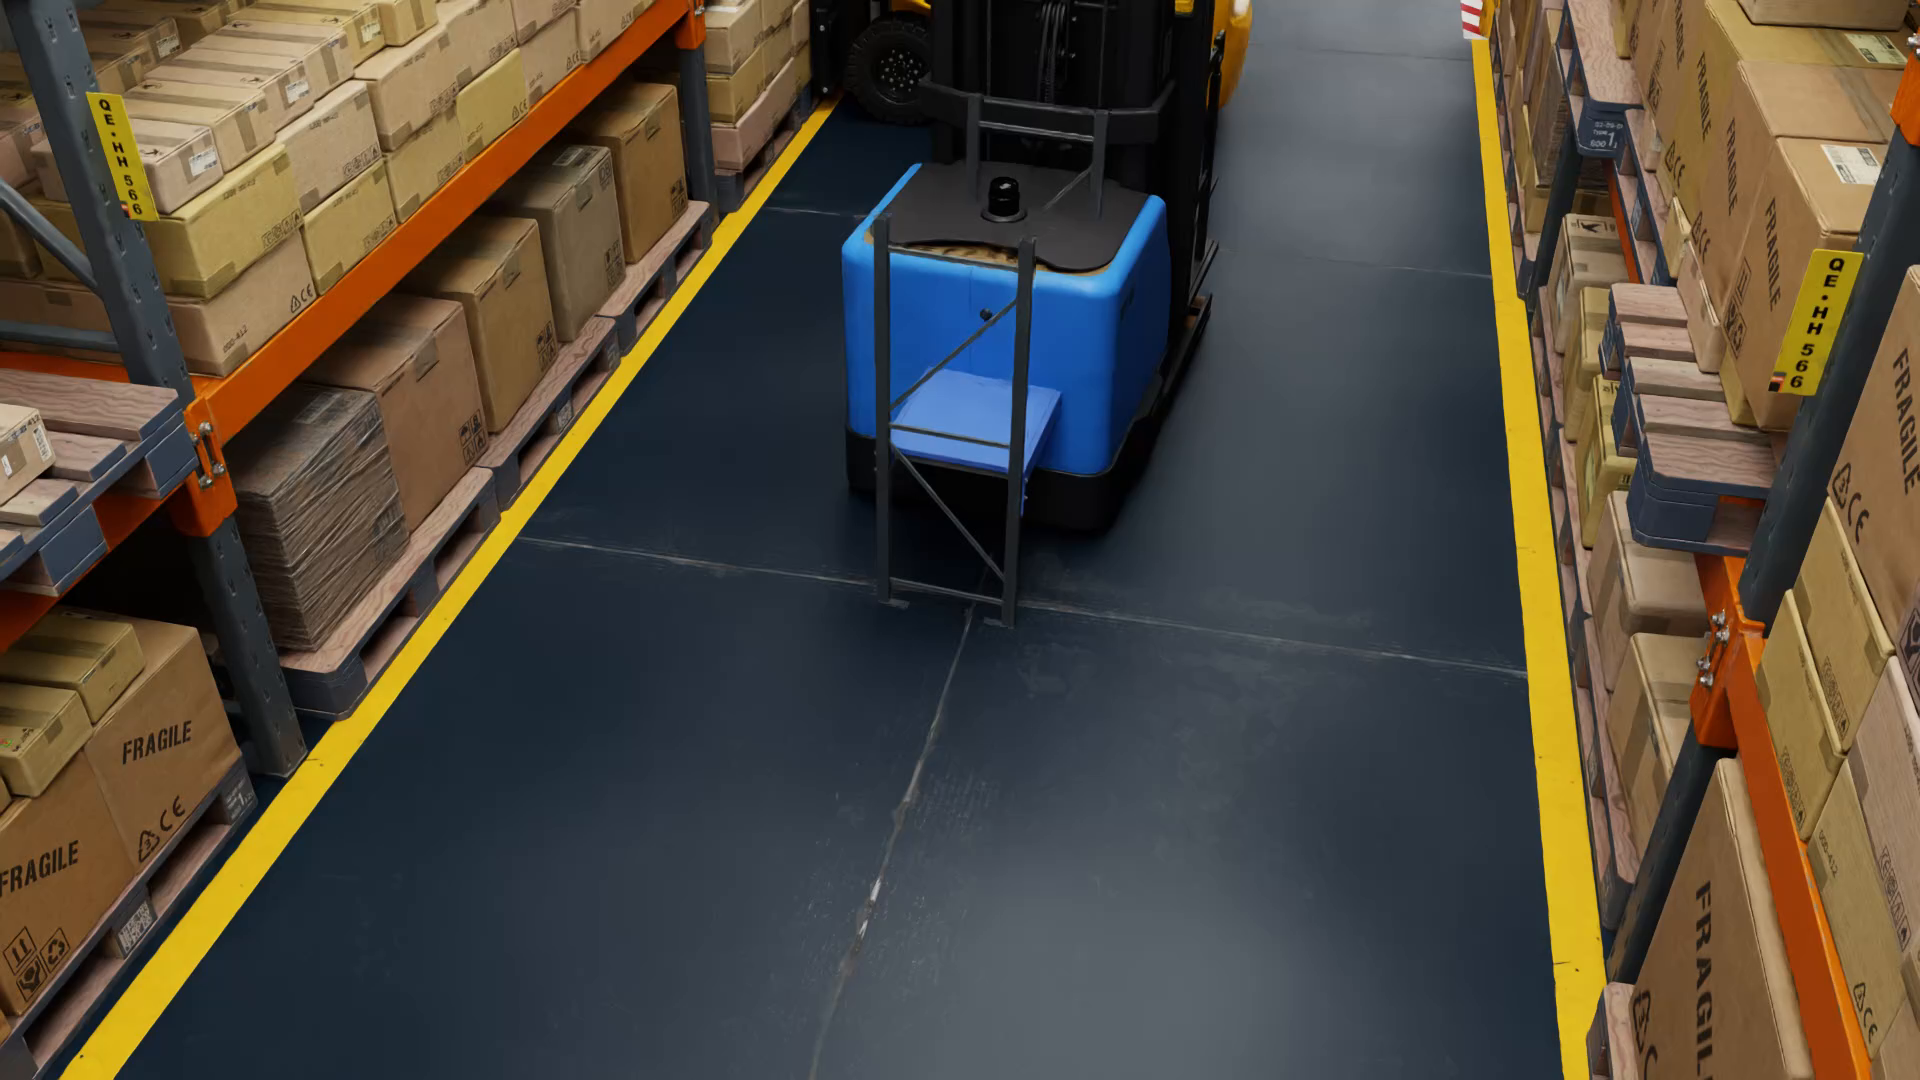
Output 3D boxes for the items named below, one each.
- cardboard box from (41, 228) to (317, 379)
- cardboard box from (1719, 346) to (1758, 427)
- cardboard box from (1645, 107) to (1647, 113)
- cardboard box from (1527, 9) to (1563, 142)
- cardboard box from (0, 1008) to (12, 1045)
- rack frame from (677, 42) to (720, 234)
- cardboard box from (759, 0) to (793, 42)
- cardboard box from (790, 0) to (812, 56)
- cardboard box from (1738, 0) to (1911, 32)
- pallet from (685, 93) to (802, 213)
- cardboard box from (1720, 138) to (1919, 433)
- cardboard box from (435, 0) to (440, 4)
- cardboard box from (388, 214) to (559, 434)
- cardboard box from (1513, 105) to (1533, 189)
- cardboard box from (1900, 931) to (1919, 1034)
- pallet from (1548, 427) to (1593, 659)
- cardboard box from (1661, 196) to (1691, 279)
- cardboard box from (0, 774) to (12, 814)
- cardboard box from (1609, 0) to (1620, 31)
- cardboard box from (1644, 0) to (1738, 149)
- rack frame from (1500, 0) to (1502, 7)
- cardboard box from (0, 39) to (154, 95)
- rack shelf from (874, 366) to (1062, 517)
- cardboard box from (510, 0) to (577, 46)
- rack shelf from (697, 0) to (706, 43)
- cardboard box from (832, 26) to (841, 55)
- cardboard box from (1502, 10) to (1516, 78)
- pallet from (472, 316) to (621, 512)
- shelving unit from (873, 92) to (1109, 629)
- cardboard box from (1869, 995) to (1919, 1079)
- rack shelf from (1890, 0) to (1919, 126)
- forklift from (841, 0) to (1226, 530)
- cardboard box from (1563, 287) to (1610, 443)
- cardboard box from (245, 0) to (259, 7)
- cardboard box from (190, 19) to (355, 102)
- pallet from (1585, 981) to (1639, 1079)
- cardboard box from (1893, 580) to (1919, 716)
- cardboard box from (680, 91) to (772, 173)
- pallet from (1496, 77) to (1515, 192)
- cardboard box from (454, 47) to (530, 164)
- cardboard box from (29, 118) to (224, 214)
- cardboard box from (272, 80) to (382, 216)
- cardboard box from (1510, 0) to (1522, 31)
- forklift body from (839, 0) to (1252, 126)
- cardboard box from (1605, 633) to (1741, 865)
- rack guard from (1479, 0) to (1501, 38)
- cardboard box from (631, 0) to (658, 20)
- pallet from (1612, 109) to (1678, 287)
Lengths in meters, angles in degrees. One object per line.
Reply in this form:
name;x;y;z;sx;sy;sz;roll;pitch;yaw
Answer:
cardboard box;-2.245;-0.721;4.817;0.500;0.250;0.500;7;37;10
cardboard box;2.098;-0.387;4.084;0.380;0.149;0.250;8;37;11
cardboard box;2.501;-1.425;5.516;0.380;0.149;0.250;8;37;10
cardboard box;3.097;-2.257;8.154;0.500;0.500;0.500;8;37;11
cardboard box;-2.685;1.139;3.895;0.500;0.500;0.500;9;37;12
rack frame;-1.724;-2.852;7.628;1.000;3.000;0.127;7;37;10
cardboard box;-1.195;-2.843;8.750;0.500;0.250;0.500;7;37;10
cardboard box;-1.095;-2.925;9.289;0.500;0.250;0.500;7;37;10
cardboard box;2.345;-1.505;4.522;0.380;0.149;0.250;6;36;8
pallet;-1.513;-2.173;9.069;1.003;0.211;1.213;7;37;10
cardboard box;2.097;-0.565;3.777;0.500;0.500;0.500;6;36;9
cardboard box;-1.996;-1.910;5.691;0.380;0.149;0.250;7;37;10
cardboard box;-2.156;-0.884;6.580;0.875;0.625;0.625;6;36;8
cardboard box;3.094;-1.967;8.394;0.500;0.250;0.500;6;36;9
cardboard box;1.692;0.760;2.347;0.500;0.250;0.500;7;37;10
pallet;2.703;0.046;6.007;1.003;0.211;1.213;7;37;10
cardboard box;2.215;-0.840;4.709;0.380;0.149;0.250;8;37;11
cardboard box;-2.564;0.642;4.028;0.380;0.149;0.250;6;36;8
cardboard box;2.699;-2.023;6.341;0.380;0.149;0.250;8;37;11
cardboard box;2.421;-1.465;5.019;0.500;0.500;0.500;6;36;8
rack frame;3.980;-4.525;9.937;1.000;3.000;0.127;7;37;10
cardboard box;-2.645;-1.378;4.958;0.380;0.149;0.250;7;37;10
rack shelf;0.107;-0.484;5.939;0.538;0.185;1.000;11;38;12
cardboard box;-1.797;-2.092;6.282;0.500;0.250;0.500;8;37;11
rack shelf;-1.297;-3.707;9.422;1.077;0.370;4.000;7;37;10
cardboard box;-0.981;-3.022;9.849;0.500;0.250;0.500;8;37;11
cardboard box;3.421;-2.862;9.628;0.500;0.250;0.500;9;37;12
pallet;-2.102;-0.594;6.889;1.003;0.211;1.213;7;37;10
shelving unit;0.111;-0.628;5.831;0.538;1.500;1.048;11;38;12
cardboard box;1.711;0.968;2.486;0.500;0.250;0.500;8;37;12
rack shelf;2.699;-2.008;4.522;1.077;0.370;4.000;7;37;10
forklift;0.508;-2.088;6.633;1.130;2.935;3.031;11;37;15
cardboard box;2.866;-0.624;6.436;0.950;0.372;0.625;10;37;13
cardboard box;-2.557;-1.821;5.569;0.380;0.149;0.250;7;36;9
cardboard box;-2.093;-1.463;5.074;0.380;0.149;0.250;8;37;10
pallet;2.030;1.633;3.817;1.003;0.211;1.213;7;37;10
cardboard box;1.831;0.154;2.544;0.500;0.500;0.500;7;37;10
cardboard box;-1.297;-2.144;8.638;0.500;0.250;0.500;8;37;10
pallet;3.493;-2.193;9.097;1.003;0.211;1.213;7;37;10
cardboard box;-1.917;-1.602;6.033;0.500;0.250;0.500;8;37;11
cardboard box;-2.223;-1.007;4.446;0.380;0.149;0.250;8;37;11
cardboard box;-2.137;-1.211;5.066;0.500;0.250;0.500;8;37;11
cardboard box;3.426;-3.143;9.377;0.500;0.500;0.500;6;36;8
forklift body;0.508;-3.485;9.226;2.313;2.155;1.214;7;37;10
cardboard box;2.402;0.633;4.702;0.950;0.372;0.625;5;36;7
rack guard;3.964;-3.469;10.610;1.175;0.500;0.348;7;37;10
cardboard box;-1.576;-2.469;7.229;0.500;0.250;0.500;8;37;11
pallet;2.654;-1.001;5.238;1.003;0.211;1.213;7;37;10
